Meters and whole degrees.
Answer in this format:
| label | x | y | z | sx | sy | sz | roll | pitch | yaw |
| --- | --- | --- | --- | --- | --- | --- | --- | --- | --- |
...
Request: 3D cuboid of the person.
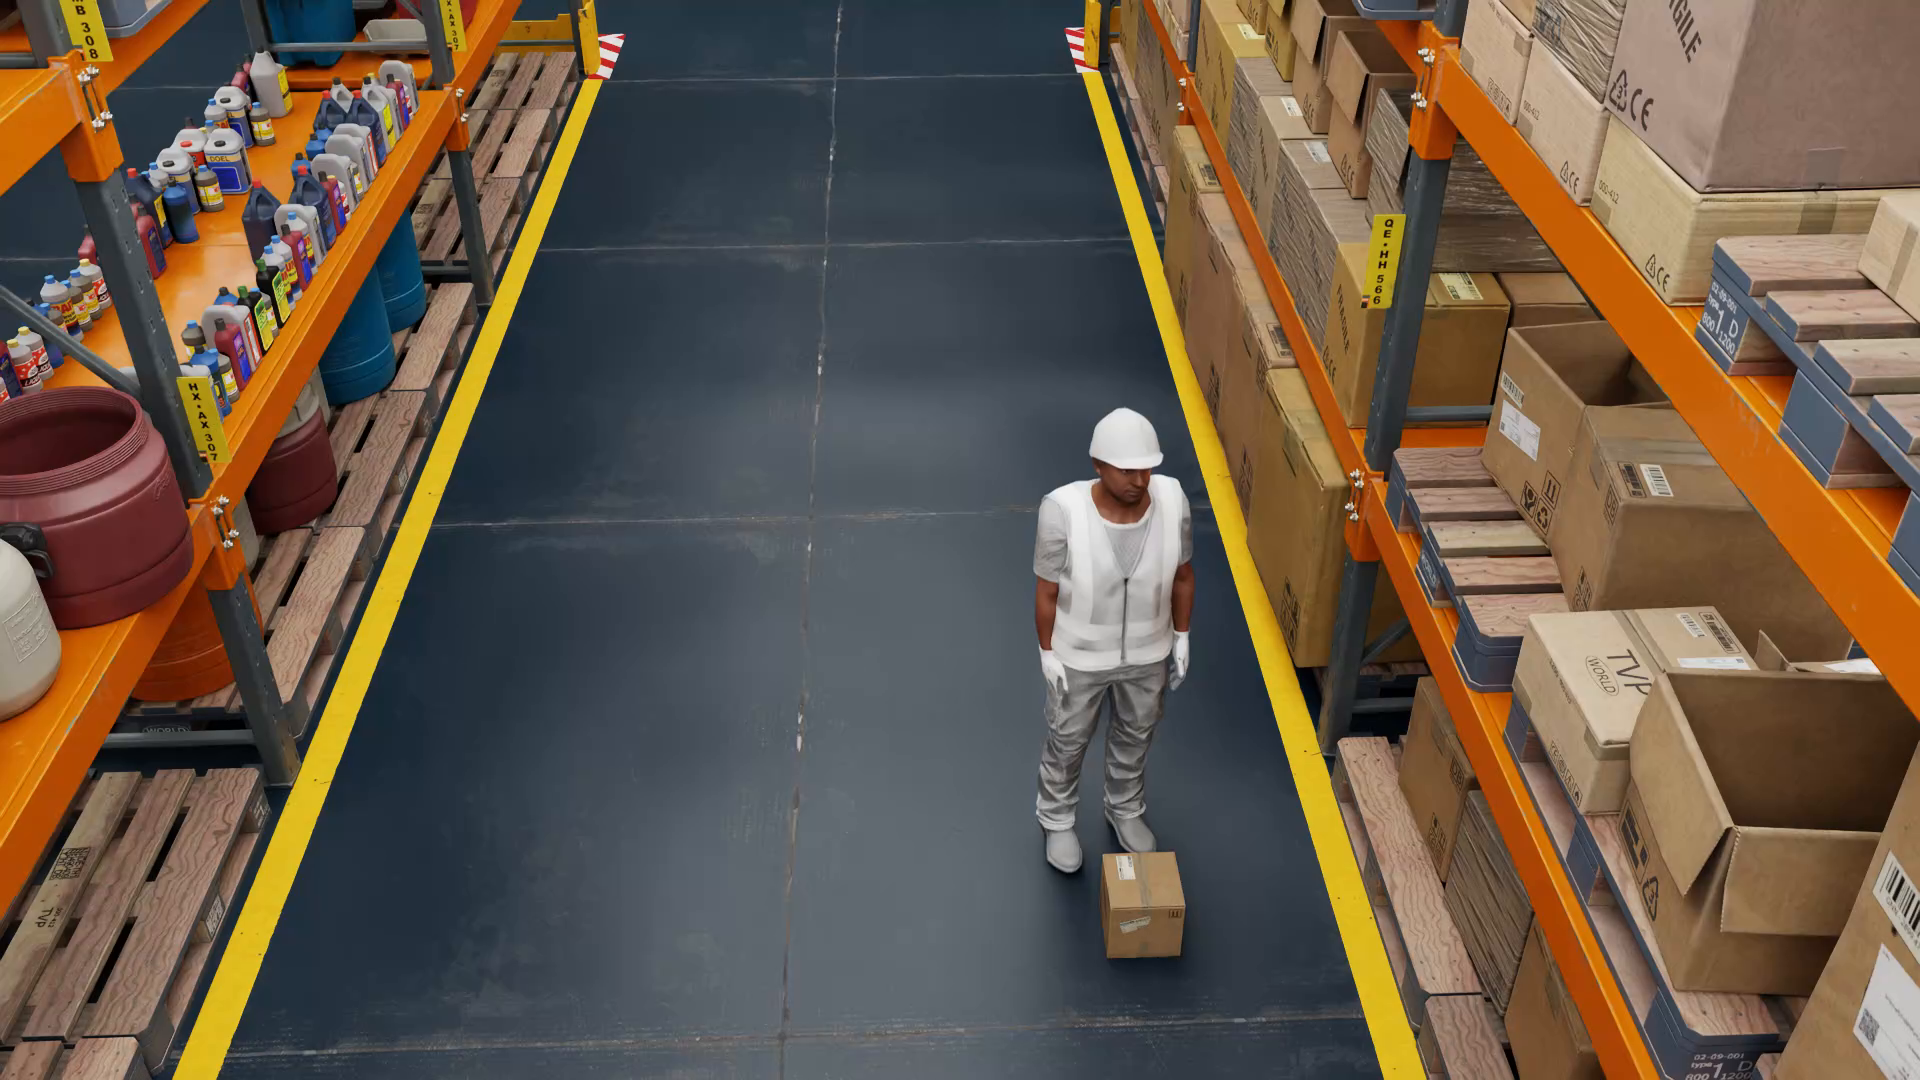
| label | x | y | z | sx | sy | sz | roll | pitch | yaw |
| --- | --- | --- | --- | --- | --- | --- | --- | --- | --- |
| person | 0.518 | 0.357 | 5.613 | 0.548 | 1.785 | 0.357 | -7 | 36 | -10 |
